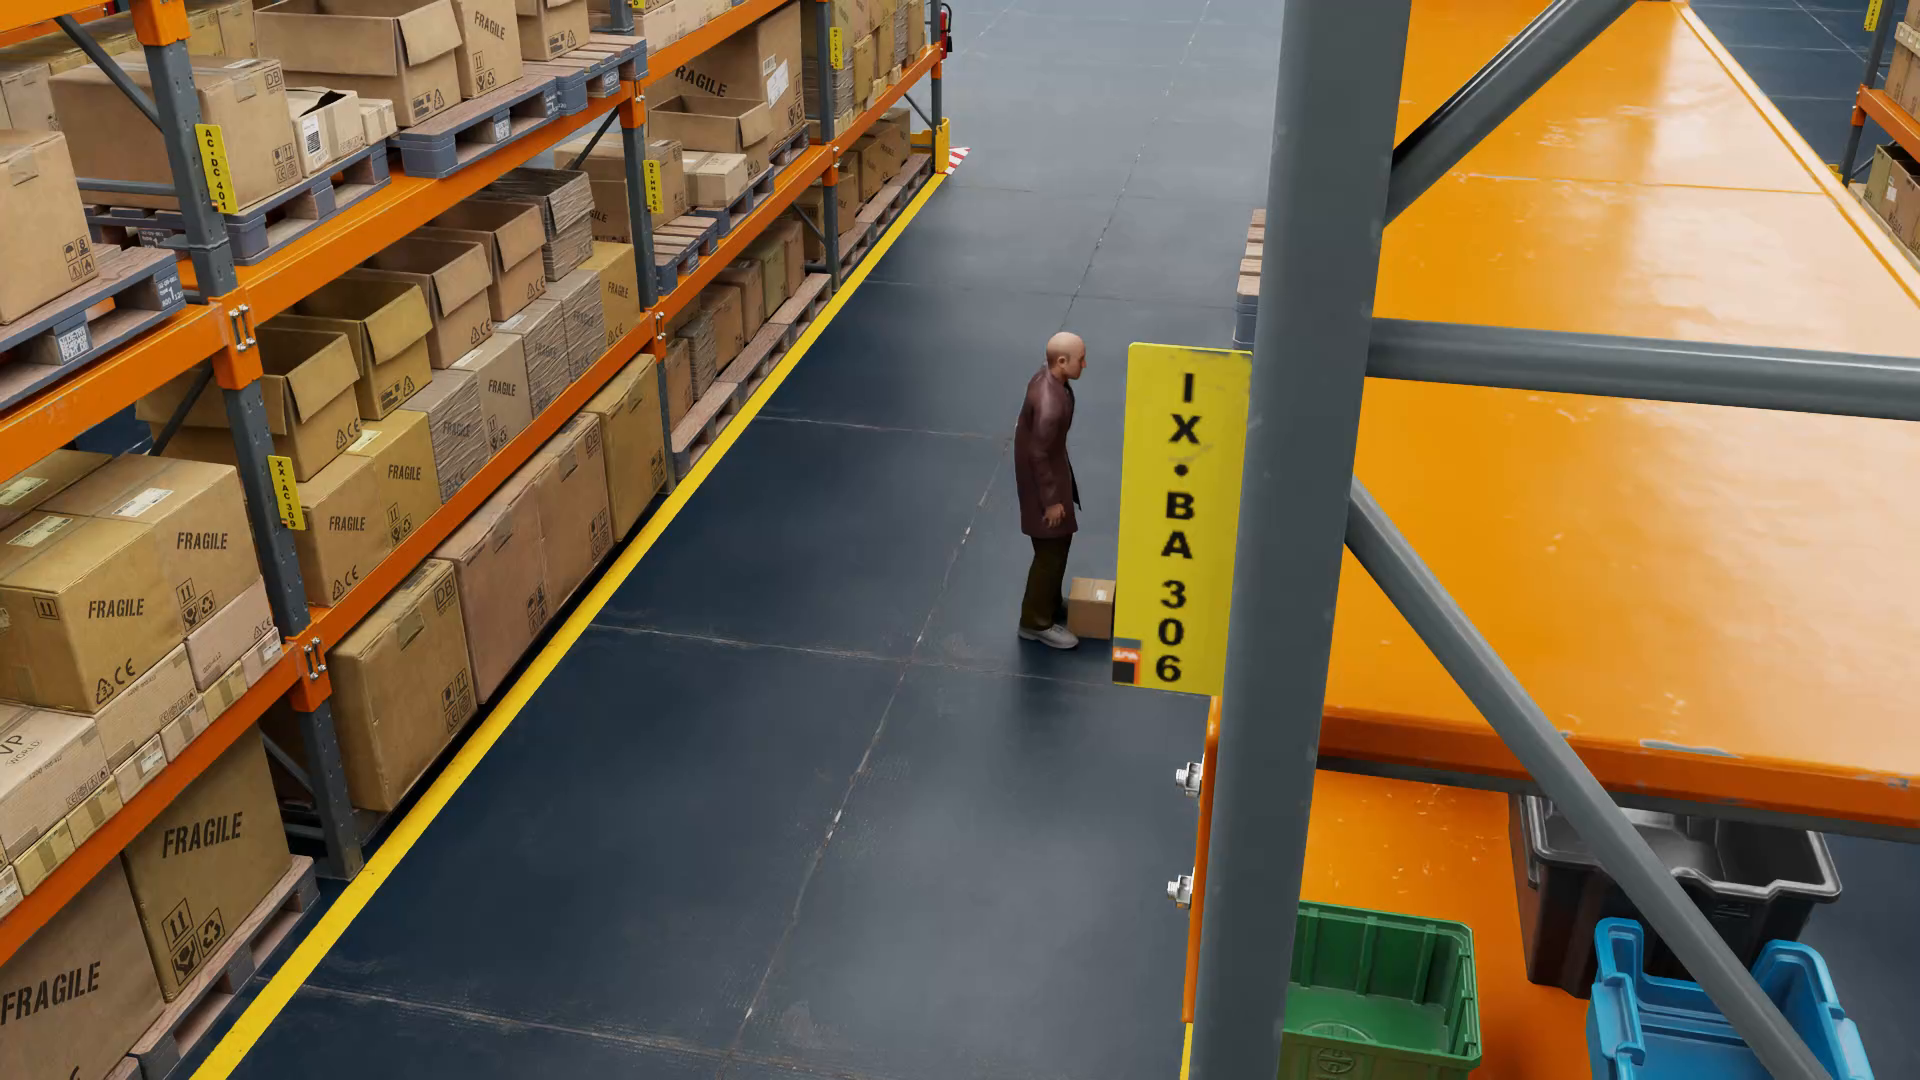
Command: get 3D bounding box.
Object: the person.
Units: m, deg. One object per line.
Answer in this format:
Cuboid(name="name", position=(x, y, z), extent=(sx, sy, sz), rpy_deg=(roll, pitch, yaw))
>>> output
Cuboid(name="person", position=(0.510, -0.307, 9.208), extent=(0.429, 1.772, 0.647), rpy_deg=(4, 29, 8))
